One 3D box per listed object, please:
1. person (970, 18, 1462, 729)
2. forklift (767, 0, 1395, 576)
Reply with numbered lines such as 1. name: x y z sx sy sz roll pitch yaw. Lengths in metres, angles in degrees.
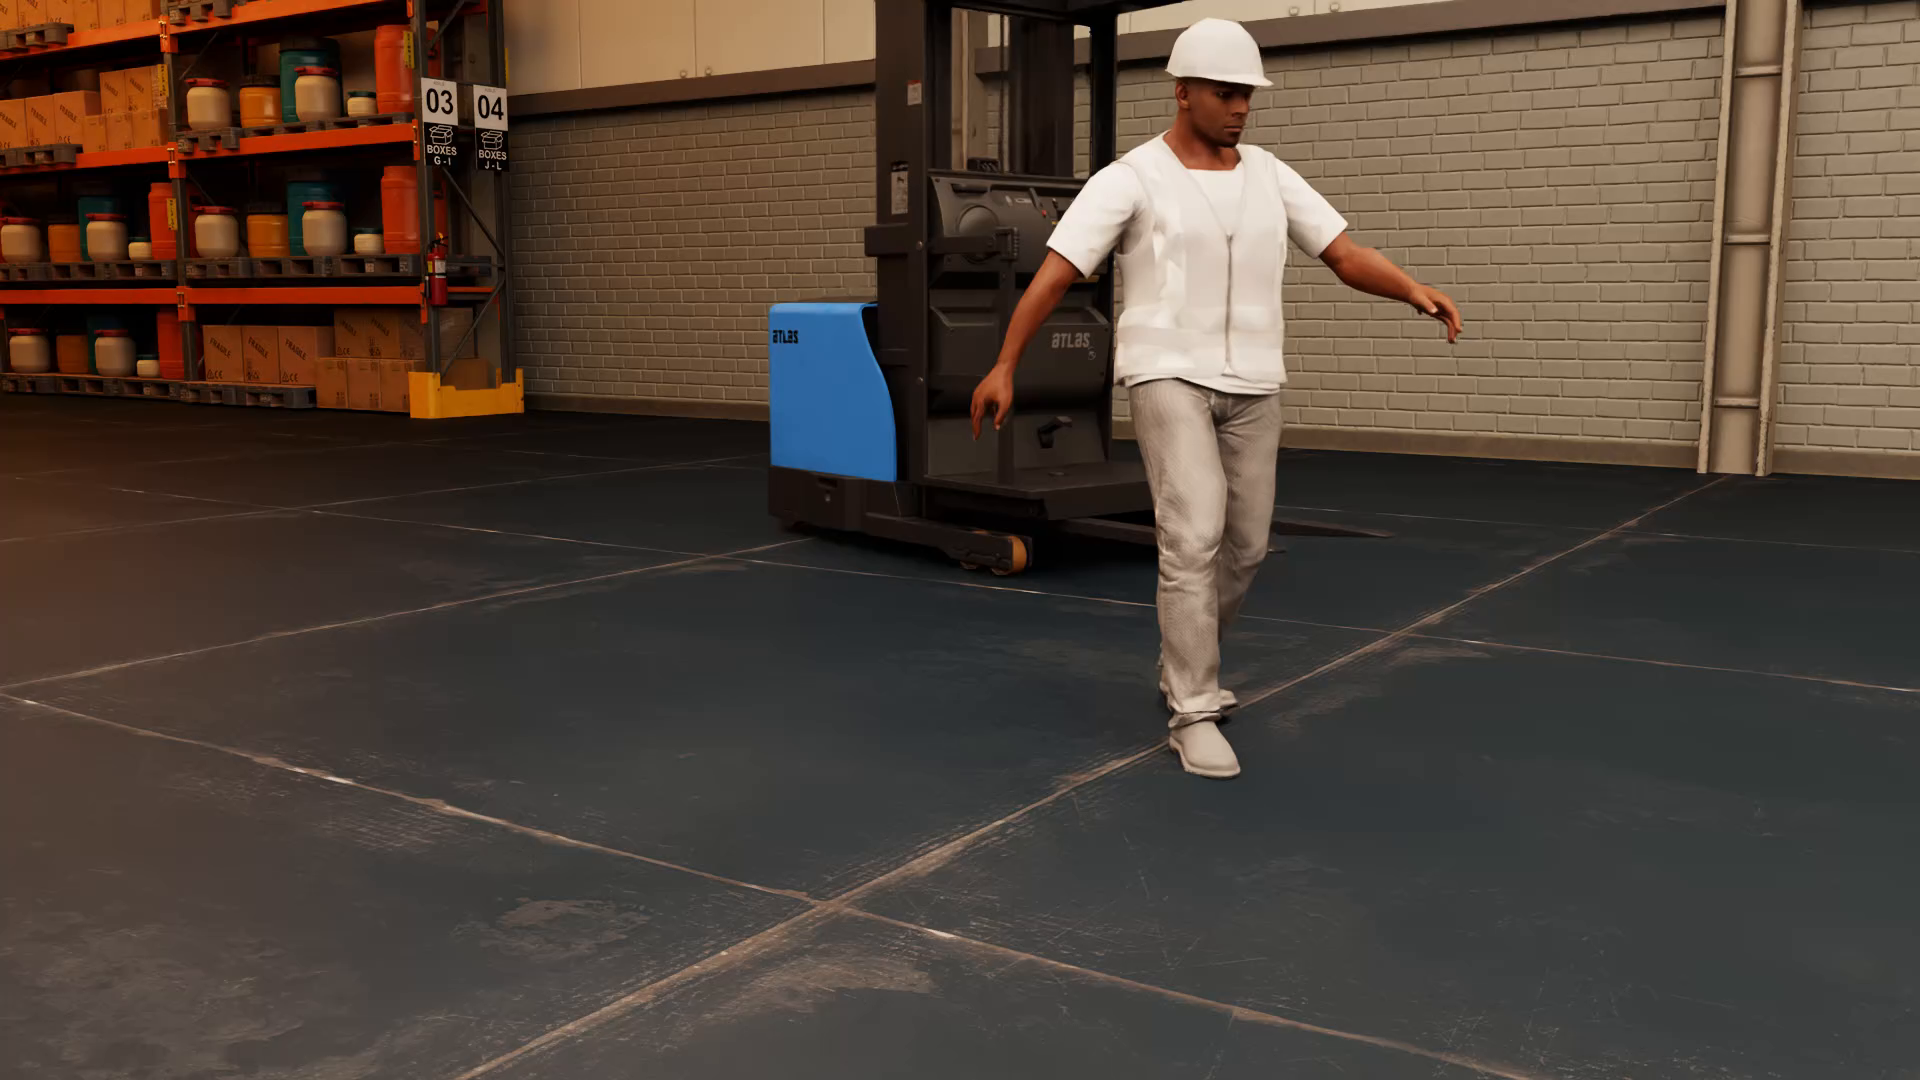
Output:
1. person: 0.580 -0.397 4.011 1.020 1.676 0.765 -3 9 -19
2. forklift: 0.399 -1.385 6.932 1.130 2.935 3.031 -7 10 -39
